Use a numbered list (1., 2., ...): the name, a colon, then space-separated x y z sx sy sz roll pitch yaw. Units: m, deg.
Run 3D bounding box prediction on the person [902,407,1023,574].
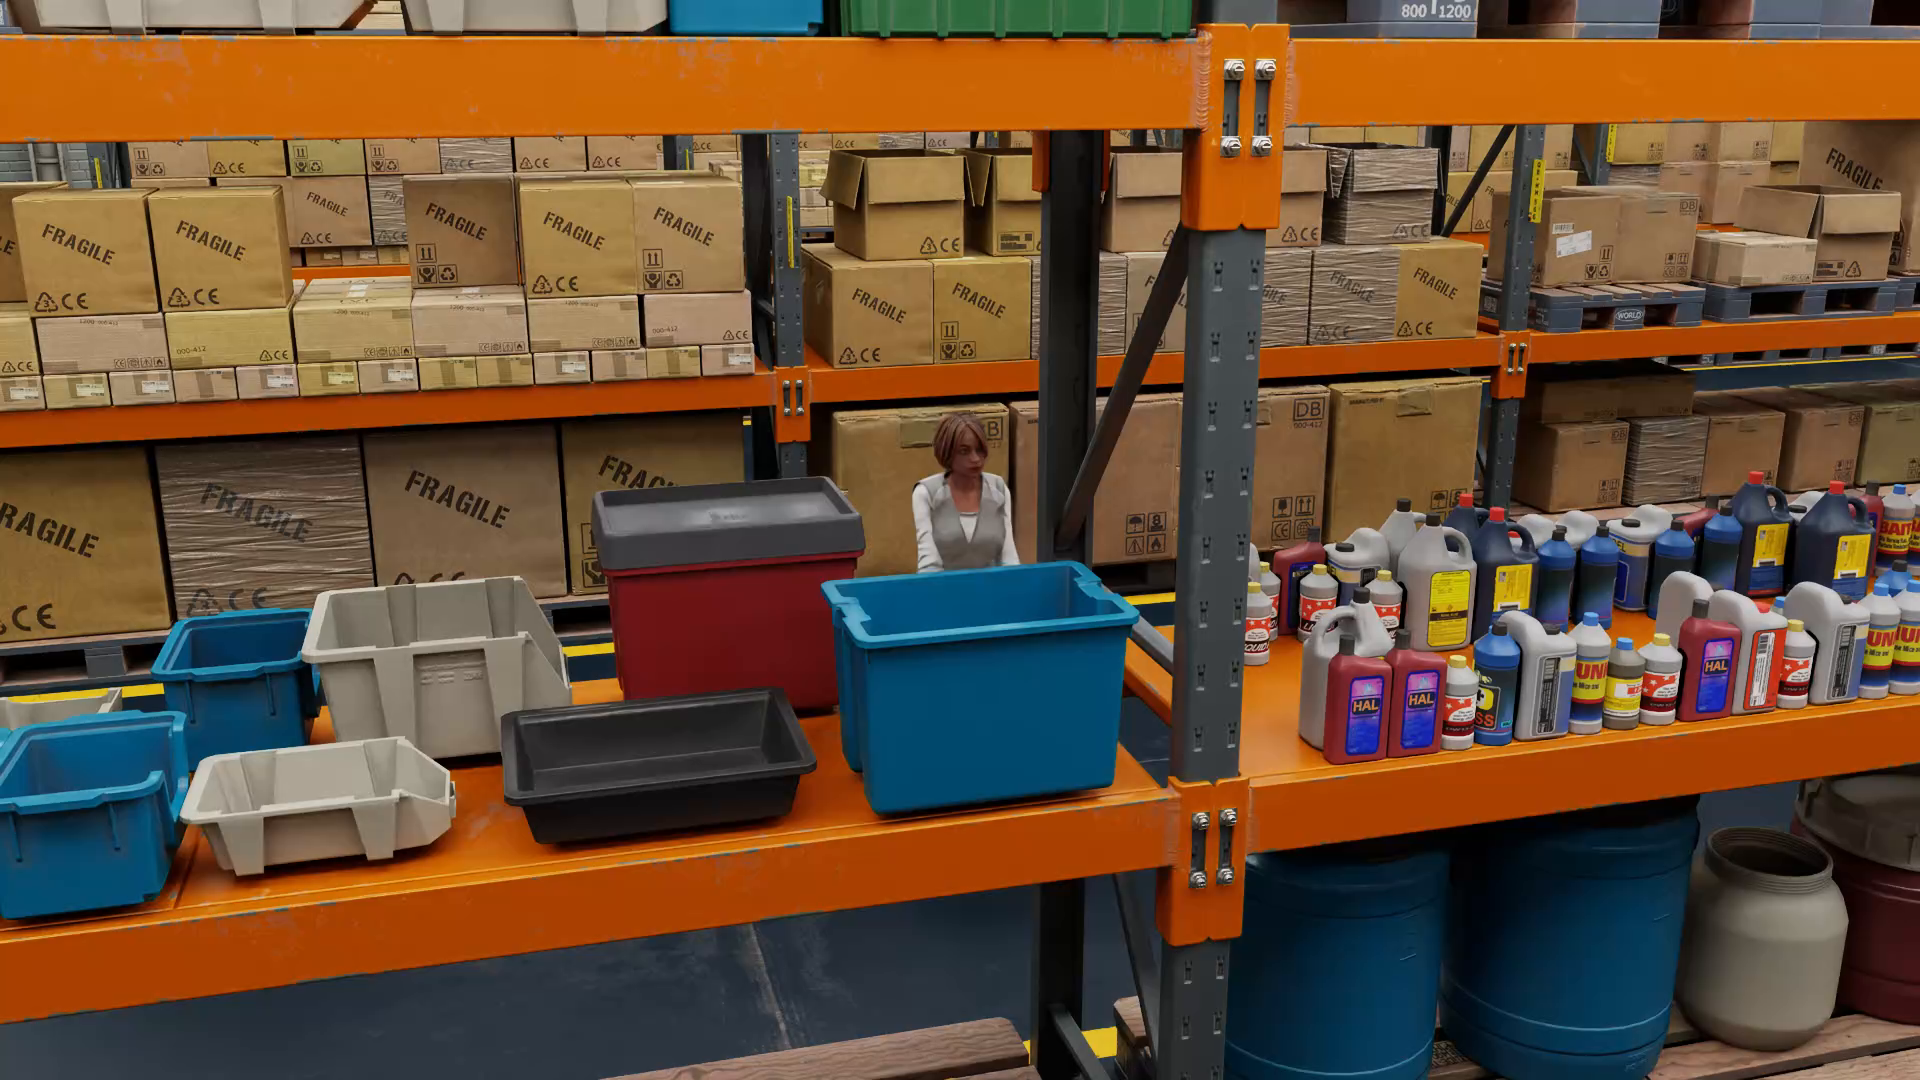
1. person: 0.017 0.330 5.904 0.442 1.603 0.449 -5 17 -16
